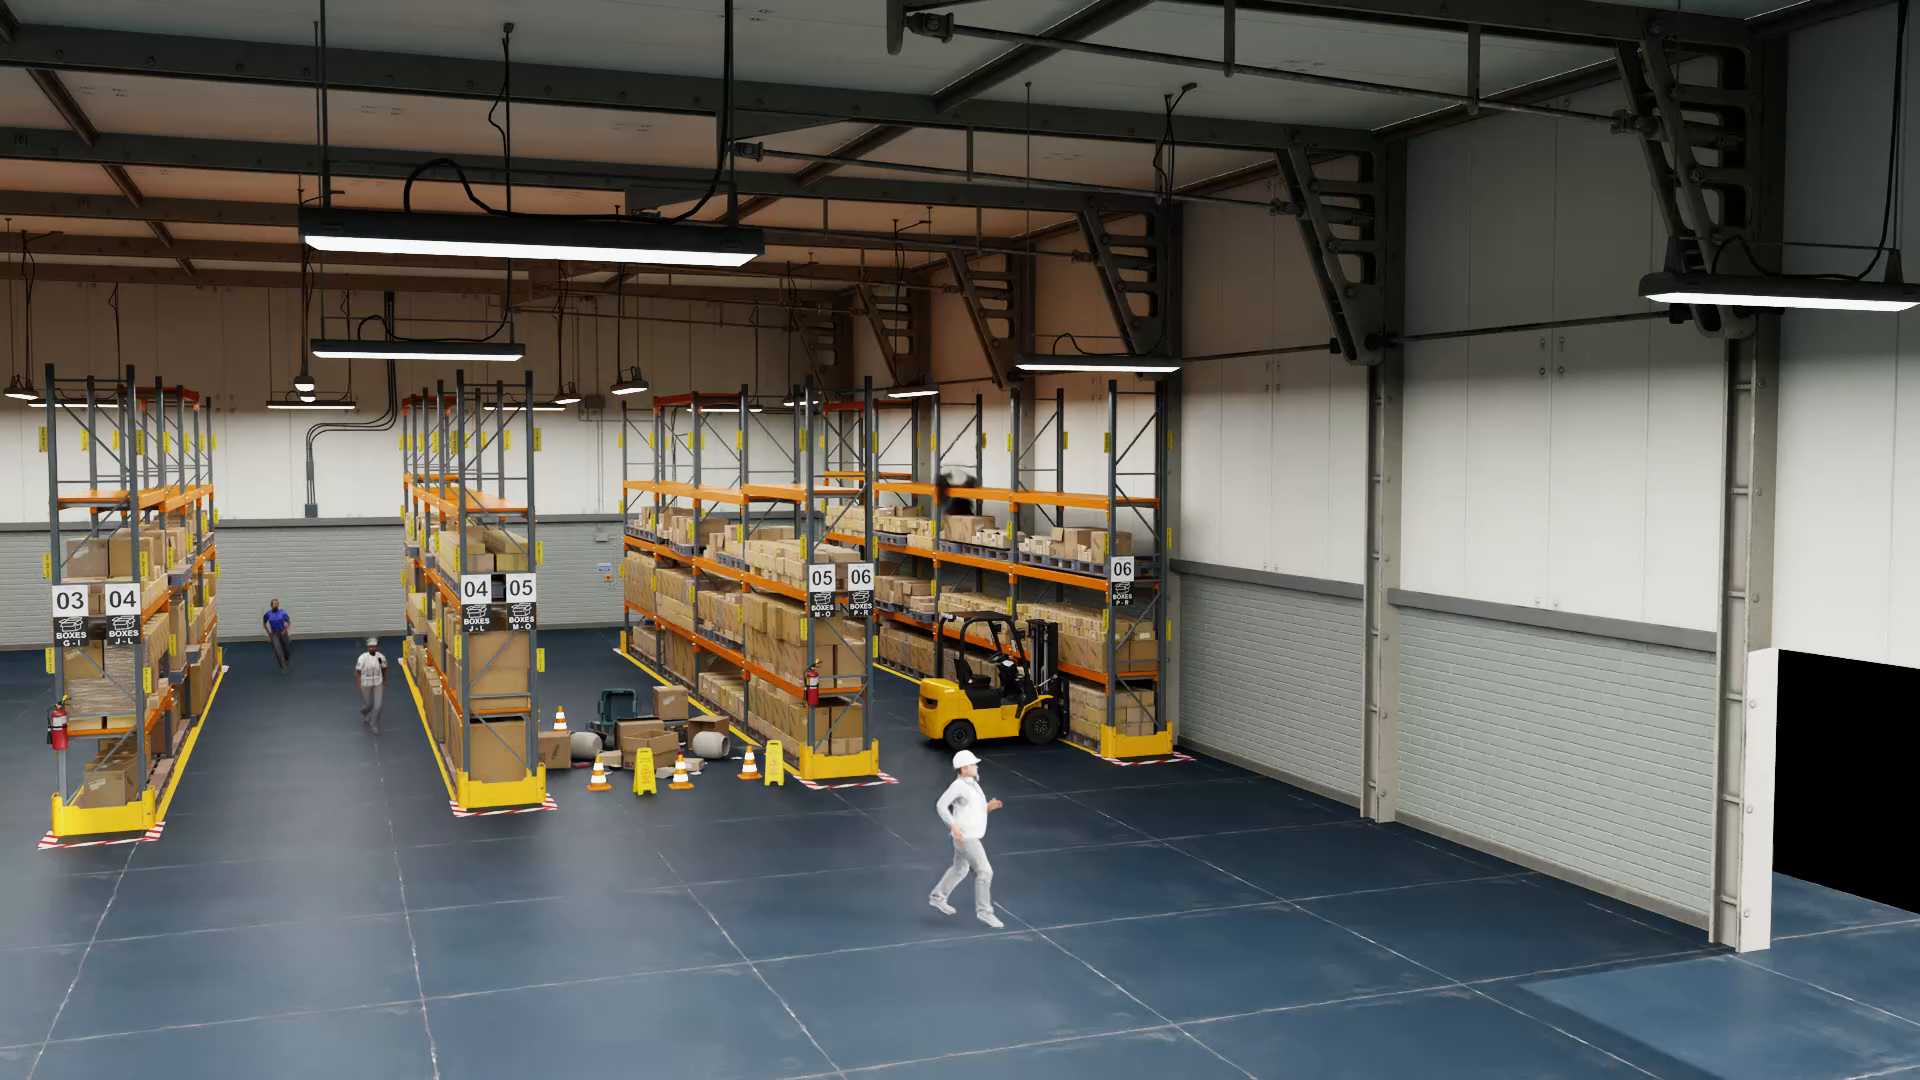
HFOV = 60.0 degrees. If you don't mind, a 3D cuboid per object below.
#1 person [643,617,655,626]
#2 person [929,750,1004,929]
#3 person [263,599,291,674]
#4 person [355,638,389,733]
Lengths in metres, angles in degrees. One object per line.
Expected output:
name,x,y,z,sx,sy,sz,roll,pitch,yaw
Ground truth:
person,-7.551,1.829,41.297,0.510,1.610,0.872,1,3,10
person,0.064,3.095,17.283,0.825,1.822,0.633,1,3,11
person,-14.902,2.087,36.275,0.572,1.621,0.785,-1,4,-22
person,-10.206,2.502,28.852,0.558,1.649,0.592,-2,4,-30
